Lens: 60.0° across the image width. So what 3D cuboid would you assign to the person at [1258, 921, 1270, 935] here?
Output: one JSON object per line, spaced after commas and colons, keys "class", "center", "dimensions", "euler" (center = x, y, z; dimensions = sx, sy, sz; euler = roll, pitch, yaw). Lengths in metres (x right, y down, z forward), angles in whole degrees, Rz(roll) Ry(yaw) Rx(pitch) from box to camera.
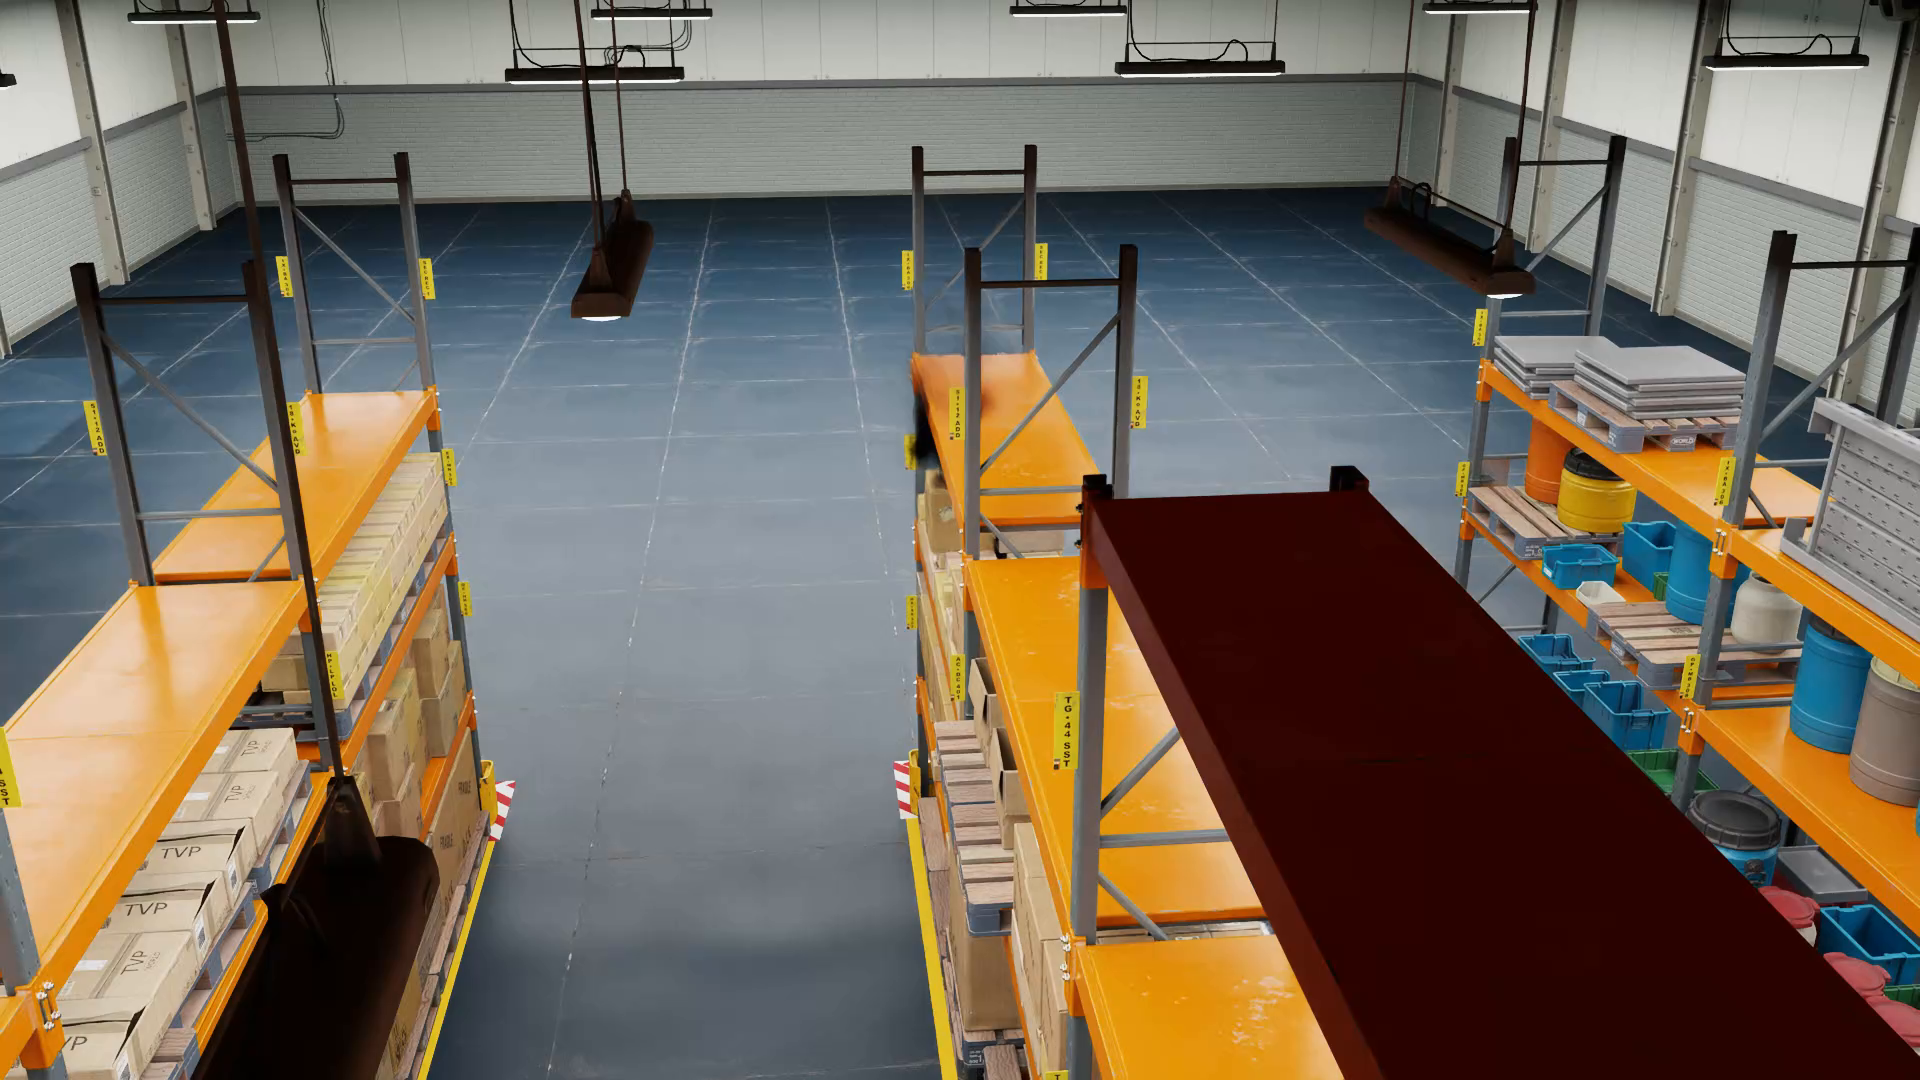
{"class": "person", "center": [1.845, 3.045, 11.683], "dimensions": [0.536, 1.726, 0.801], "euler": [-5, 22, -13]}
